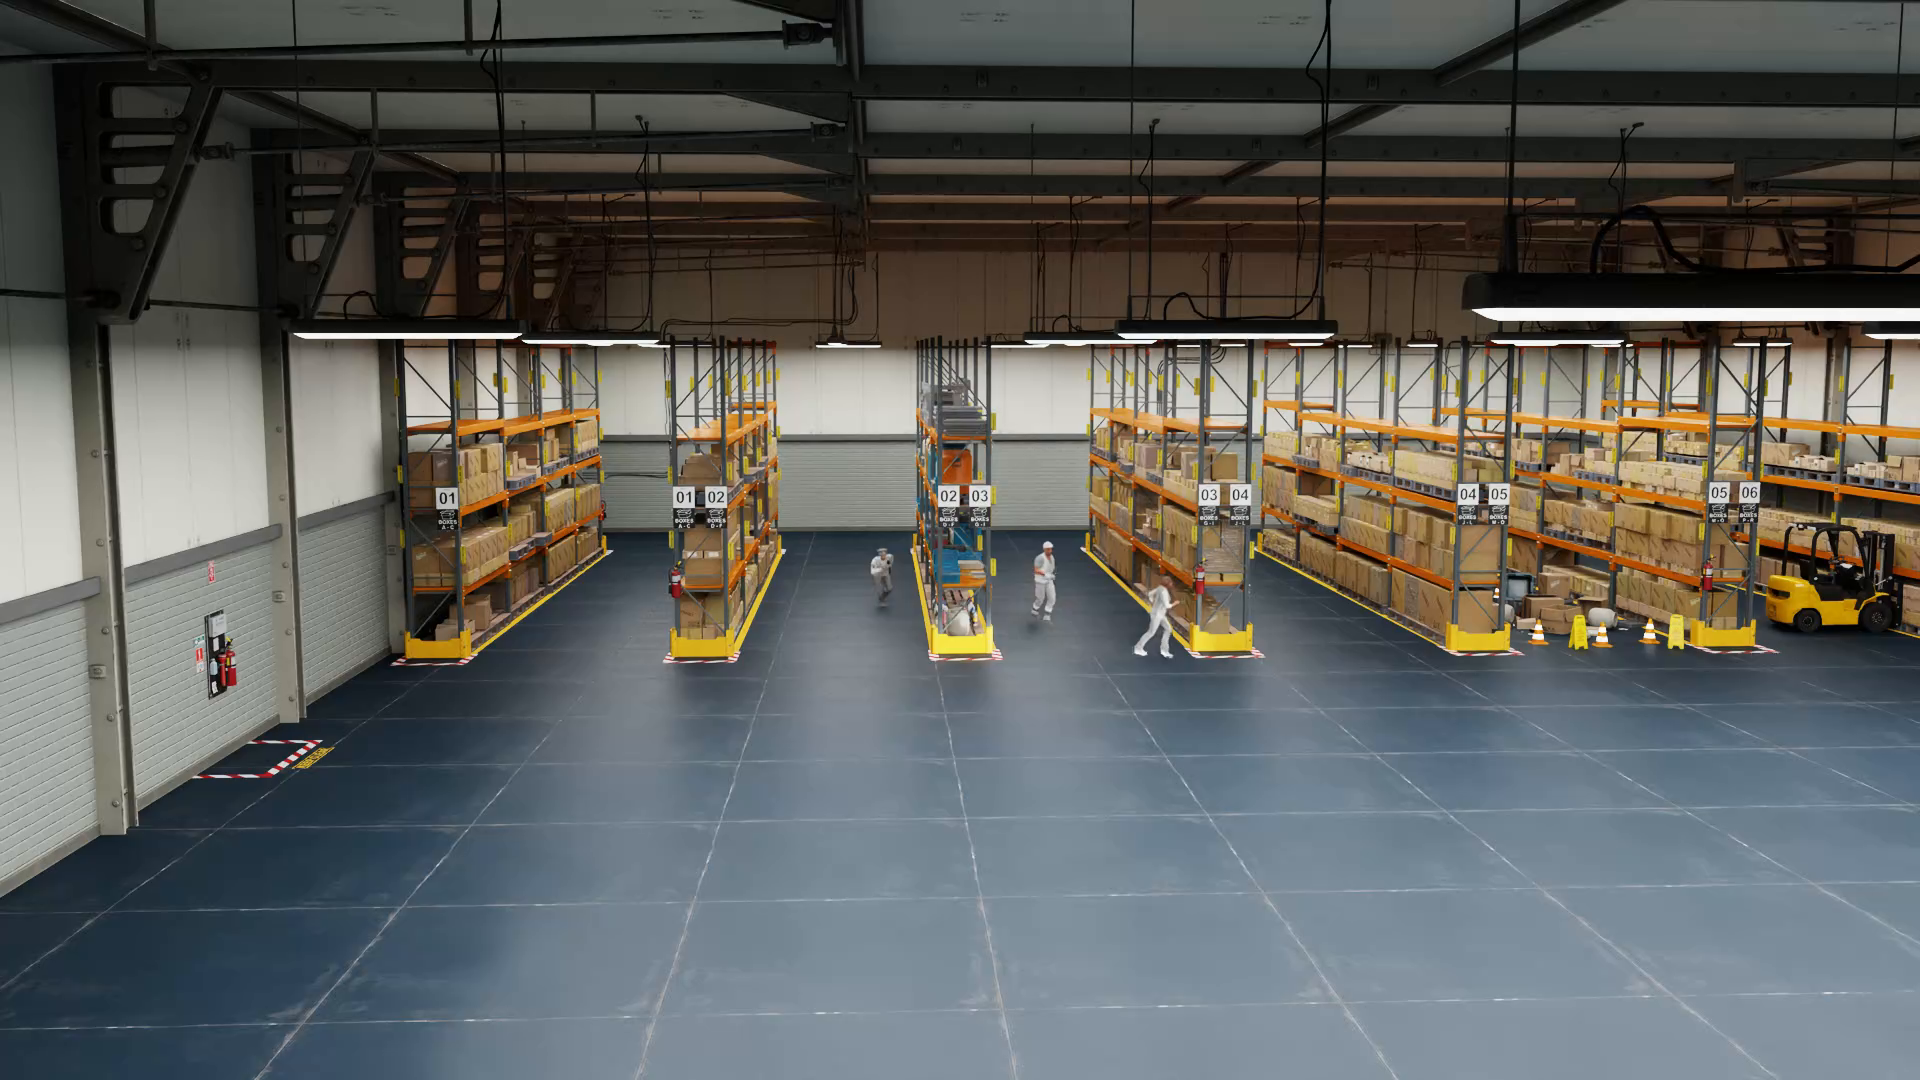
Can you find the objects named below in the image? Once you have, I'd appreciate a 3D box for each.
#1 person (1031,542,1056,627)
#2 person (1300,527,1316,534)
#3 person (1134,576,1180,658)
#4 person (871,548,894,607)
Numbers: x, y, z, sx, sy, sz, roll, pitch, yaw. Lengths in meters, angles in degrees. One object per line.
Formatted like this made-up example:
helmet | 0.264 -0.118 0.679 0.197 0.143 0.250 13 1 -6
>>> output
person | 1.701 0.895 34.787 0.620 1.765 0.821 -5 8 -35
person | 10.241 -0.628 48.544 0.648 1.720 0.711 3 7 24
person | 3.662 1.438 30.921 0.843 1.571 0.530 1 7 6
person | -1.716 0.832 36.945 0.580 1.383 0.941 -2 7 -14
